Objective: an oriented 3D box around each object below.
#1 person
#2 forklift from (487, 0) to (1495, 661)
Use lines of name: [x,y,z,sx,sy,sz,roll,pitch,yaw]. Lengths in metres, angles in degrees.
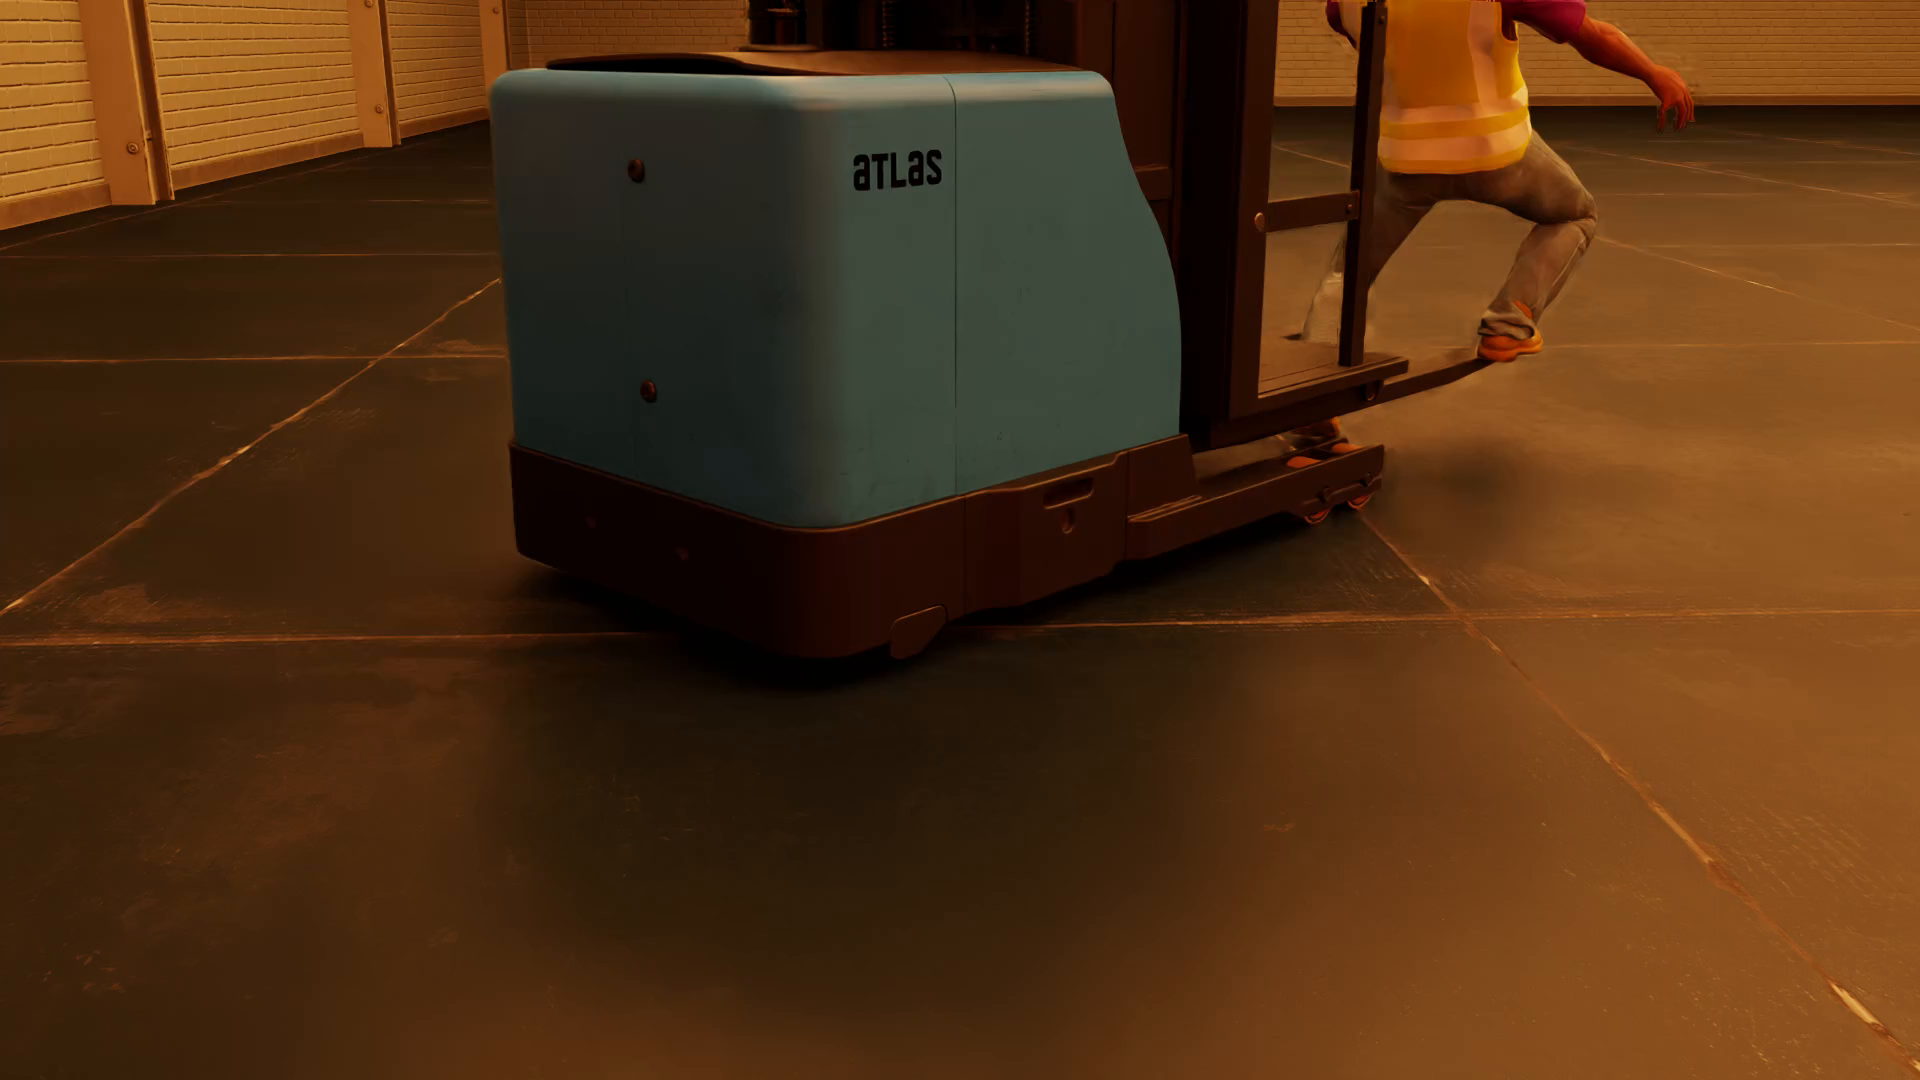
person: [1.529,-1.102,4.739,1.016,1.605,0.901,6,18,19]
forklift: [0.422,-1.531,3.912,1.130,2.935,3.031,16,23,42]
